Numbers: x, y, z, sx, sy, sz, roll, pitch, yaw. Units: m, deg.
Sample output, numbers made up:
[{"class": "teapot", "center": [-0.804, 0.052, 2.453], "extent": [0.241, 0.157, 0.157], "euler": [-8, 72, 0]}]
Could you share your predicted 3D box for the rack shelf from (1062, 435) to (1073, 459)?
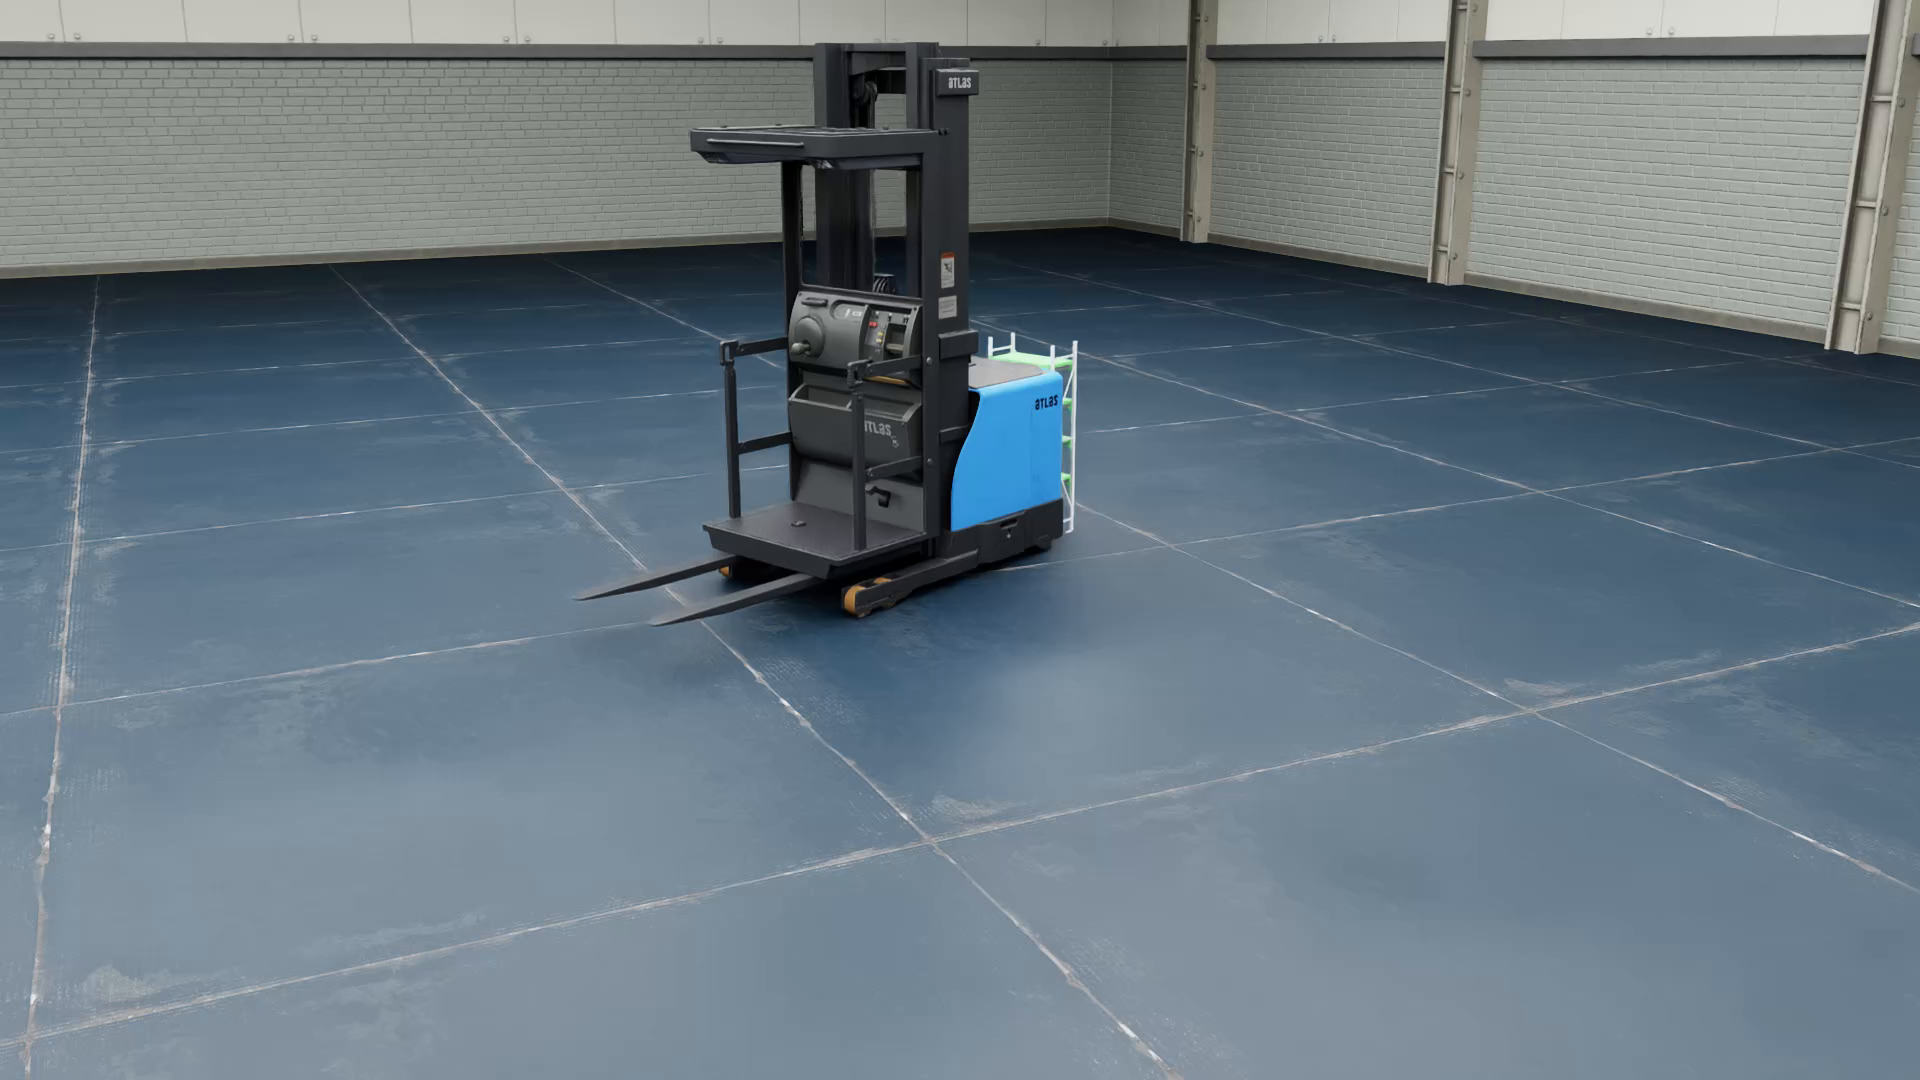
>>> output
[{"class": "rack shelf", "center": [0.443, -0.592, 10.368], "extent": [0.480, 0.148, 0.258], "euler": [14, 21, 39]}]

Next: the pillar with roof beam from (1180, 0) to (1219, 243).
[{"class": "pillar with roof beam", "center": [-0.010, -8.721, 24.326], "extent": [9.100, 9.000, 0.400], "euler": [-8, 18, -25]}]

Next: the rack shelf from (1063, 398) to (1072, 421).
[{"class": "rack shelf", "center": [0.443, -0.822, 10.302], "extent": [0.480, 0.148, 0.258], "euler": [14, 21, 39]}]

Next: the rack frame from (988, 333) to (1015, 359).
[{"class": "rack frame", "center": [0.260, -0.697, 10.505], "extent": [0.015, 1.200, 0.240], "euler": [14, 21, 39]}]

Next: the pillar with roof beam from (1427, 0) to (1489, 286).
[{"class": "pillar with roof beam", "center": [2.618, -7.233, 19.141], "extent": [9.100, 9.000, 0.400], "euler": [-8, 18, -25]}]

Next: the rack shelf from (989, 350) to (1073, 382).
[{"class": "rack shelf", "center": [0.444, -1.053, 10.236], "extent": [0.480, 0.148, 0.258], "euler": [14, 21, 39]}]

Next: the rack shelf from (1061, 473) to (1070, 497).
[{"class": "rack shelf", "center": [0.443, -0.361, 10.434], "extent": [0.480, 0.148, 0.258], "euler": [14, 21, 39]}]

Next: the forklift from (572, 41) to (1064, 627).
[{"class": "forklift", "center": [-0.723, -1.157, 8.969], "extent": [1.130, 2.935, 3.031], "euler": [14, 21, 39]}]

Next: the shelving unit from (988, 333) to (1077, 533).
[{"class": "shelving unit", "center": [0.443, -0.653, 10.351], "extent": [0.503, 1.200, 0.258], "euler": [14, 21, 39]}]

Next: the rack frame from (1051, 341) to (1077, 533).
[{"class": "rack frame", "center": [0.627, -0.609, 10.196], "extent": [0.015, 1.200, 0.240], "euler": [14, 21, 39]}]

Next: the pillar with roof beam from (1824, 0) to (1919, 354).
[{"class": "pillar with roof beam", "center": [5.247, -5.745, 13.957], "extent": [9.100, 9.000, 0.400], "euler": [-8, 18, -25]}]
